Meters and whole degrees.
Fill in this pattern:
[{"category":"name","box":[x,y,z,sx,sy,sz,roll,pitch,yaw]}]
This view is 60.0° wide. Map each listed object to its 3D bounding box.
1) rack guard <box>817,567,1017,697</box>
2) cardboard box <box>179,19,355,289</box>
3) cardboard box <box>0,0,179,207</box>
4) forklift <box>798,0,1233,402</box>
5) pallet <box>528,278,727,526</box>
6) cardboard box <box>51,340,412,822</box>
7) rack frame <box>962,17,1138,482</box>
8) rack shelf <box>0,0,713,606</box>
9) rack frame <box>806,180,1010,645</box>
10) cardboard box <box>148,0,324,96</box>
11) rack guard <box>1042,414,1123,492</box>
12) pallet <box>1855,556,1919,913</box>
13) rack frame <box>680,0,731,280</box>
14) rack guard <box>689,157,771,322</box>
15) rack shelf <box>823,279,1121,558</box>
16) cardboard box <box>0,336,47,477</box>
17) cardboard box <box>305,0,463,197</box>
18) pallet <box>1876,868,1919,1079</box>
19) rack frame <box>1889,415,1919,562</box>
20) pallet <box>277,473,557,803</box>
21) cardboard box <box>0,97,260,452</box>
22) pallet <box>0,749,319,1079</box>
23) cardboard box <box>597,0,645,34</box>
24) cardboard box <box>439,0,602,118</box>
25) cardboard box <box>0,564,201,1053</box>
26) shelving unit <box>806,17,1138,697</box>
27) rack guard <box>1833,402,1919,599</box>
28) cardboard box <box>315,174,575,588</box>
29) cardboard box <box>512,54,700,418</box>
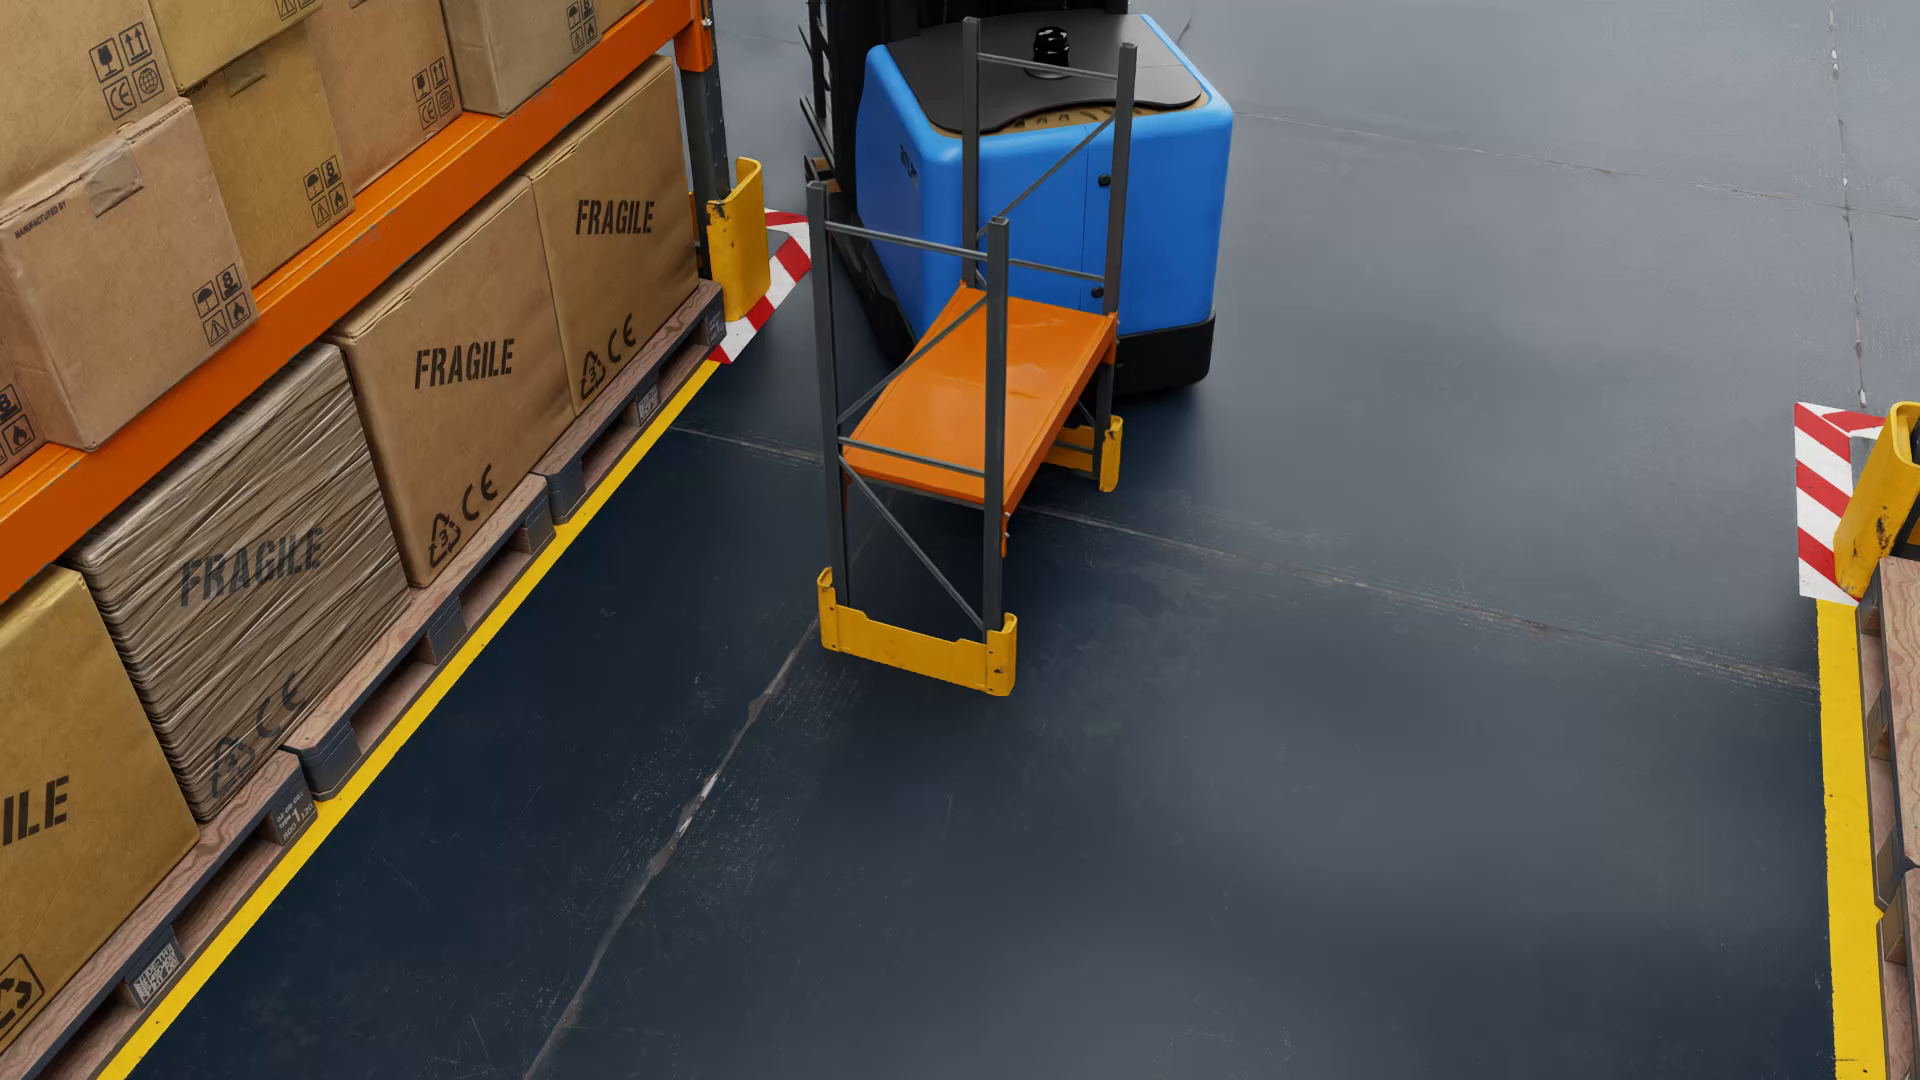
[{"category":"rack guard","box":[-0.124,0.262,4.751,0.587,0.250,0.087,14,42,16]},{"category":"cardboard box","box":[-2.029,-0.995,3.990,0.875,0.550,0.500,13,42,15]},{"category":"cardboard box","box":[-2.142,-1.067,3.241,0.875,0.550,0.550,13,42,15]},{"category":"forklift","box":[-0.013,-2.475,5.893,1.130,2.935,3.031,-10,42,-12]},{"category":"pallet","box":[-1.525,-0.595,5.785,1.003,0.211,1.213,13,42,15]},{"category":"cardboard box","box":[-2.108,0.009,4.242,0.875,0.875,0.875,14,42,15]},{"category":"rack frame","box":[0.245,-0.828,5.065,0.500,1.500,0.032,14,42,16]},{"category":"rack shelf","box":[-2.009,-0.667,4.275,1.077,0.370,4.000,13,42,15]},{"category":"rack frame","box":[-0.125,-0.213,4.344,0.500,1.500,0.032,14,42,16]},{"category":"cardboard box","box":[-1.968,-1.392,3.622,0.875,0.550,0.500,13,42,15]},{"category":"rack guard","box":[0.238,-0.340,5.457,0.587,0.250,0.087,14,42,16]},{"category":"pallet","box":[2.964,0.596,4.388,1.003,0.211,1.213,13,42,15]},{"category":"rack frame","box":[-1.326,-2.161,5.472,1.000,3.000,0.127,13,42,15]},{"category":"rack guard","box":[-1.317,-1.225,6.300,1.175,0.500,0.348,13,42,15]},{"category":"rack shelf","box":[0.060,-0.384,4.821,0.538,0.185,1.000,14,42,16]},{"category":"cardboard box","box":[-2.412,-0.346,3.229,0.875,0.550,0.550,13,42,15]},{"category":"cardboard box","box":[-1.887,-1.328,4.379,0.875,0.550,0.550,13,42,15]},{"category":"pallet","box":[2.545,1.338,3.519,1.003,0.211,1.213,13,42,15]},{"category":"rack frame","box":[3.301,-0.998,4.109,1.000,3.000,0.127,13,42,15]},{"category":"pallet","box":[-1.944,0.147,4.916,1.003,0.211,1.213,13,42,15]},{"category":"cardboard box","box":[-2.116,-0.650,3.585,0.875,0.550,0.550,13,42,15]},{"category":"pallet","box":[-2.360,0.893,4.040,1.003,0.211,1.213,13,42,15]},{"category":"cardboard box","box":[-1.410,-1.982,5.146,0.875,0.550,0.550,13,42,15]},{"category":"cardboard box","box":[-1.577,-1.641,4.747,0.875,0.550,0.550,13,42,15]},{"category":"cardboard box","box":[-2.413,0.559,3.597,0.875,0.875,0.875,14,42,16]},{"category":"shelving unit","box":[0.057,-0.515,4.698,0.587,1.500,1.083,14,42,16]},{"category":"rack guard","box":[3.275,-0.001,4.866,1.175,0.500,0.348,13,42,15]},{"category":"cardboard box","box":[-1.794,-0.547,4.893,0.875,0.875,0.875,13,42,14]},{"category":"cardboard box","box":[-1.495,-1.084,5.523,0.875,0.875,0.875,14,42,15]}]
